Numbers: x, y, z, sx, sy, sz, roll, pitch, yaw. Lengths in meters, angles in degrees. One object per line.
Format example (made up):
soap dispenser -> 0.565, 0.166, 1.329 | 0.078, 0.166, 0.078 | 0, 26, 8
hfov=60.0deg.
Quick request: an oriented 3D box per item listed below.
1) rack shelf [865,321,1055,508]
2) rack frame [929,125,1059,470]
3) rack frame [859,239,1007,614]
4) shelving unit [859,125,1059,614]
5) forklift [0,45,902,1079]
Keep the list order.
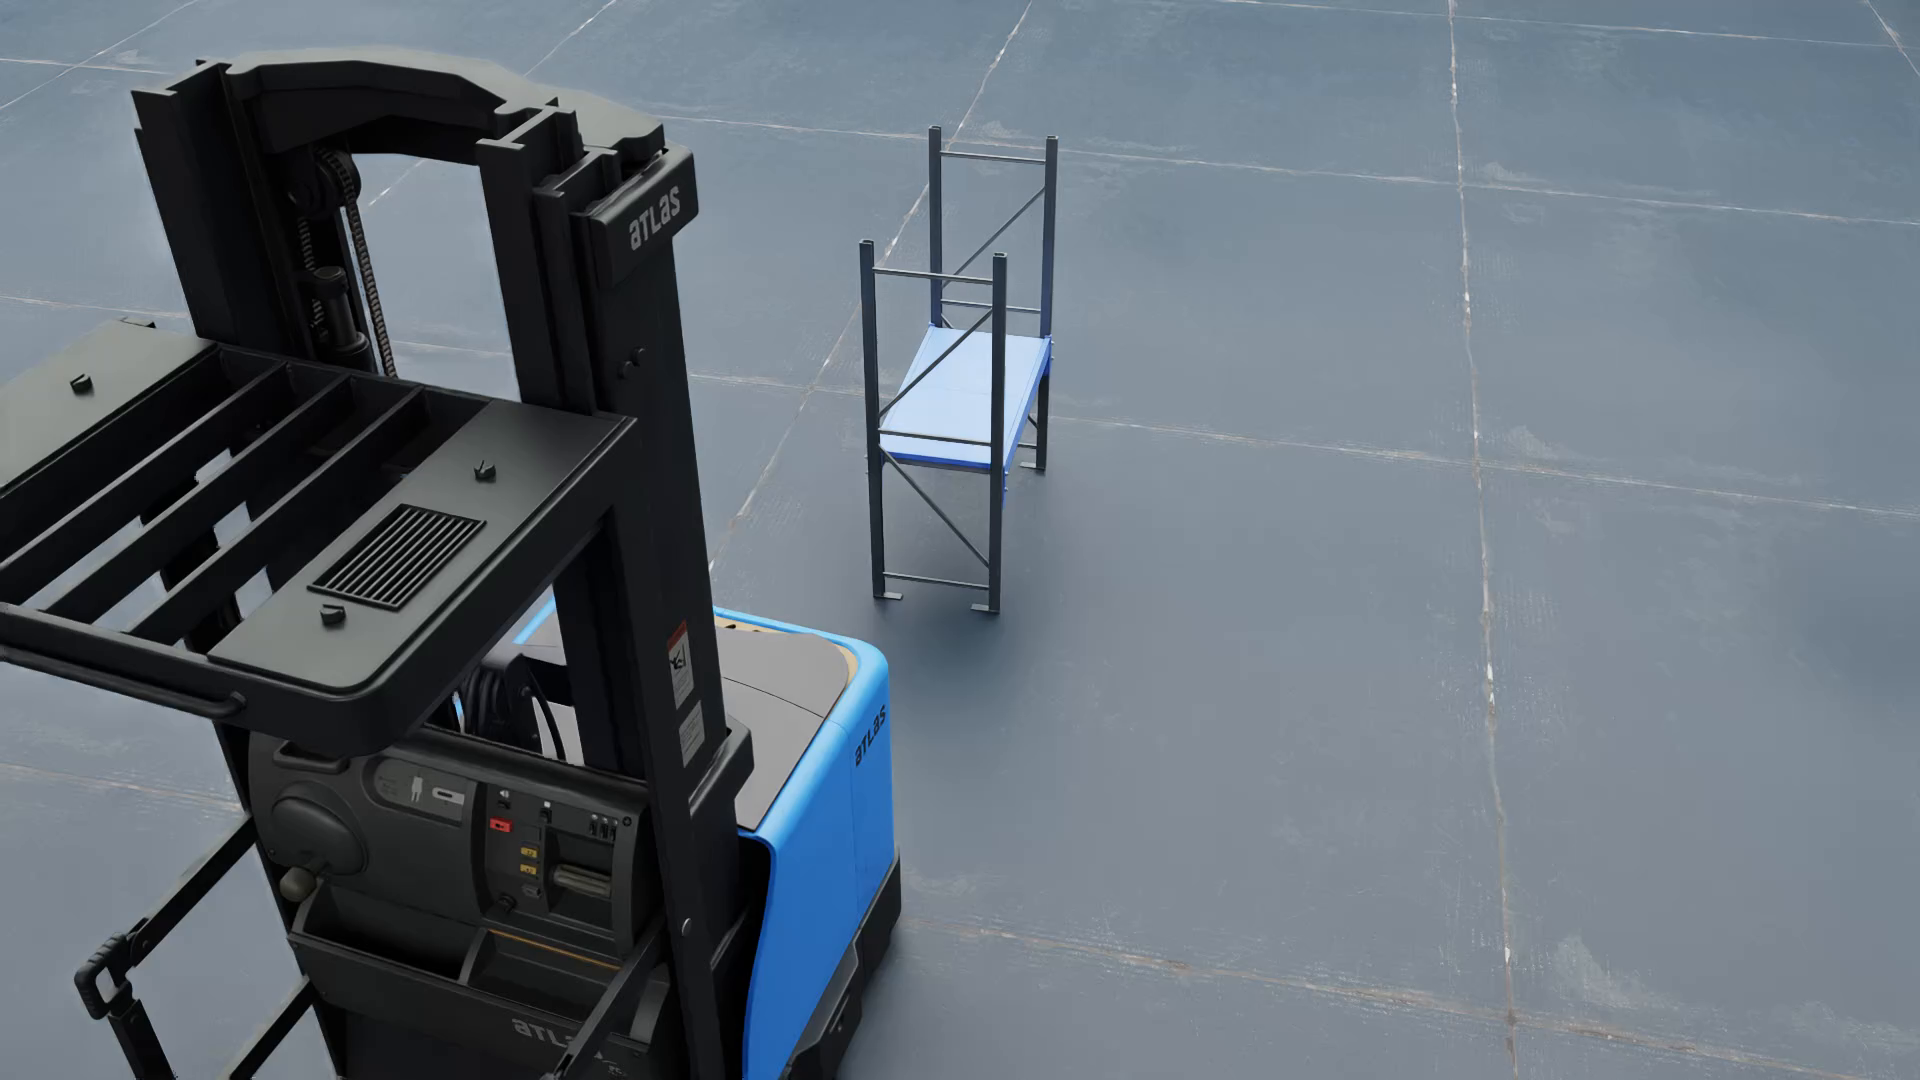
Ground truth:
rack shelf -> 0.018, -0.511, 6.483 | 0.538, 0.185, 1.000 | 7, 37, 10
rack frame -> 0.127, -0.948, 6.779 | 0.500, 1.500, 0.032 | 7, 37, 10
rack frame -> -0.090, -0.365, 5.975 | 0.500, 1.500, 0.032 | 7, 37, 10
shelving unit -> 0.018, -0.656, 6.377 | 0.538, 1.500, 1.048 | 7, 37, 10
forklift -> -1.153, 0.688, 3.303 | 1.130, 2.935, 3.031 | 12, 38, 16
